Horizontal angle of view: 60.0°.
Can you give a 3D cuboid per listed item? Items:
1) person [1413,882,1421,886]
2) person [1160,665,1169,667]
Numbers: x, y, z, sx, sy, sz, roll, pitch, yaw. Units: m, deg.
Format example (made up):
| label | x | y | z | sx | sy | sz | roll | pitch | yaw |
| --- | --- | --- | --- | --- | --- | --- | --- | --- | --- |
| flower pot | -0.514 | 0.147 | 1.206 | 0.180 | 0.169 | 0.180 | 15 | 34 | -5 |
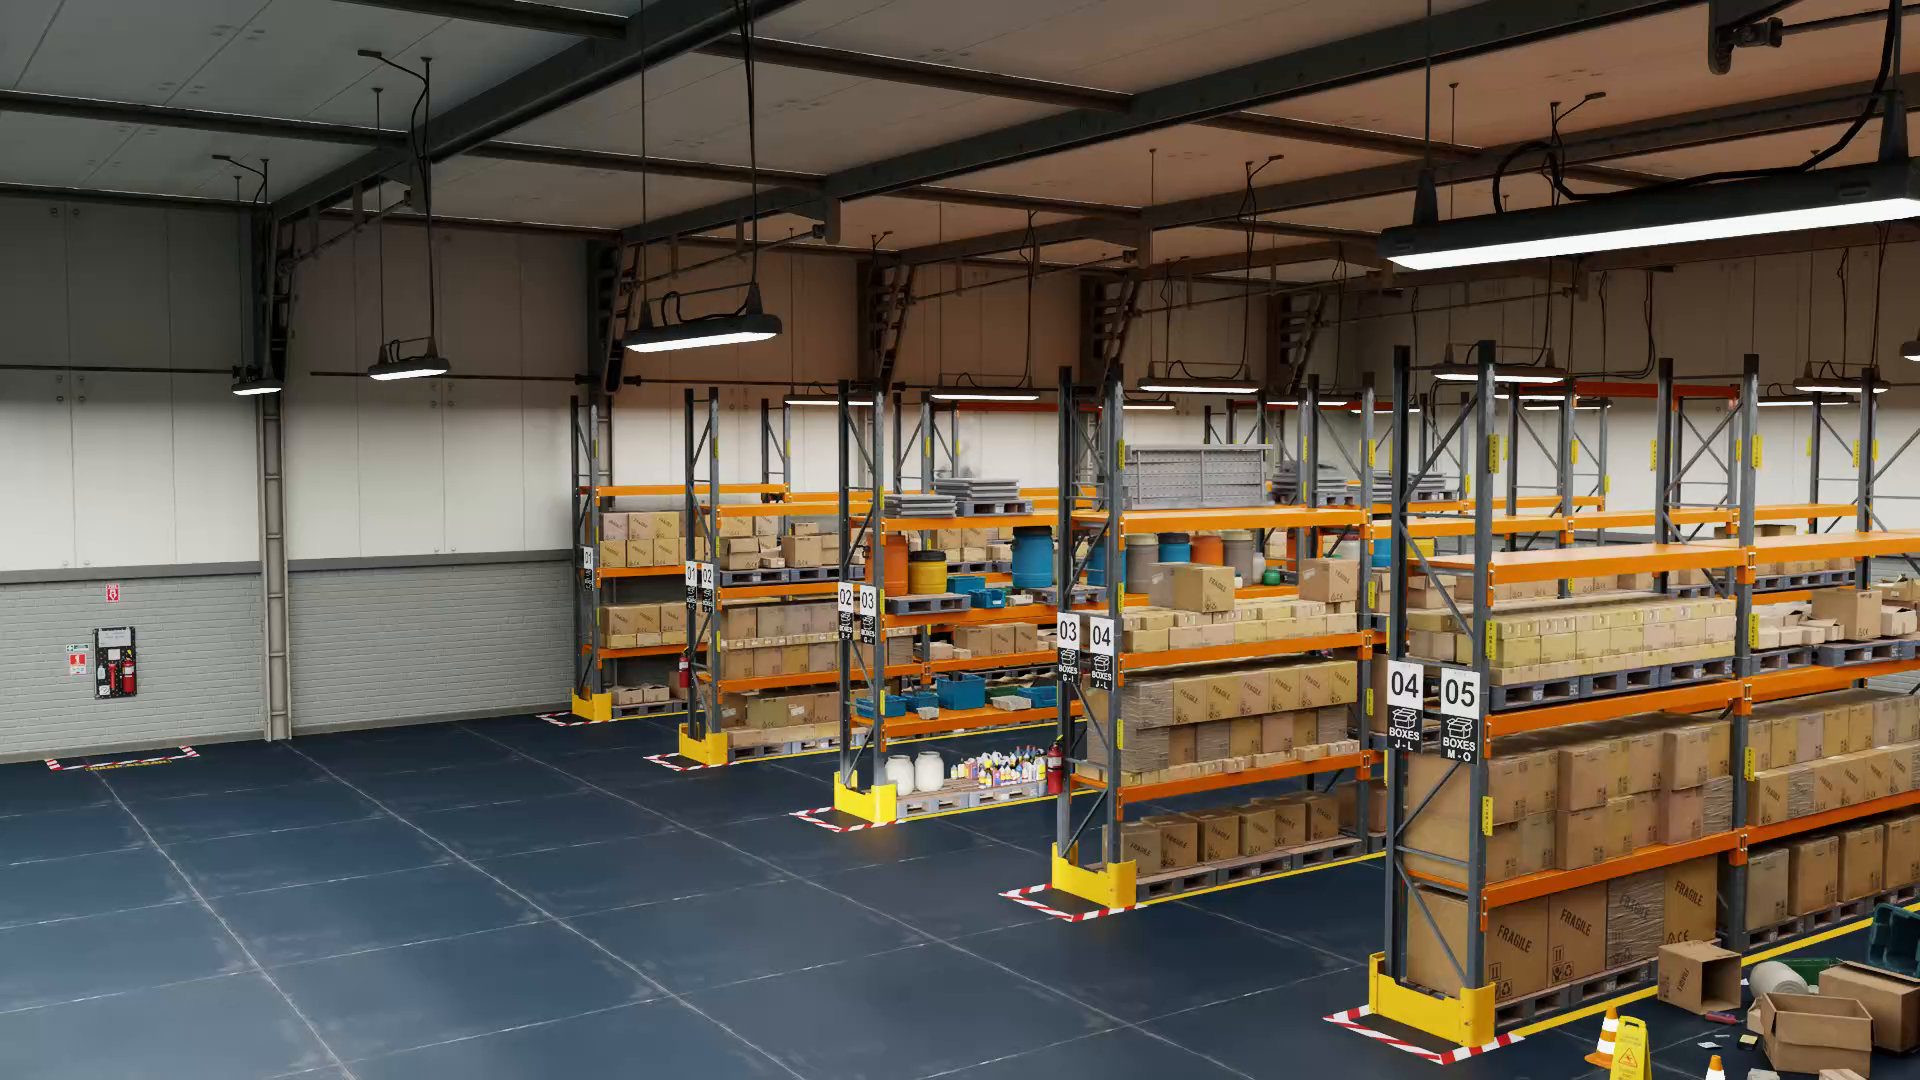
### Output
| label | x | y | z | sx | sy | sz | roll | pitch | yaw |
| --- | --- | --- | --- | --- | --- | --- | --- | --- | --- |
| person | 5.027 | 3.247 | 17.715 | 0.661 | 1.746 | 0.871 | 3 | 4 | 39 |
| person | 3.232 | 2.558 | 28.614 | 0.659 | 1.807 | 0.685 | 3 | 5 | 45 |
